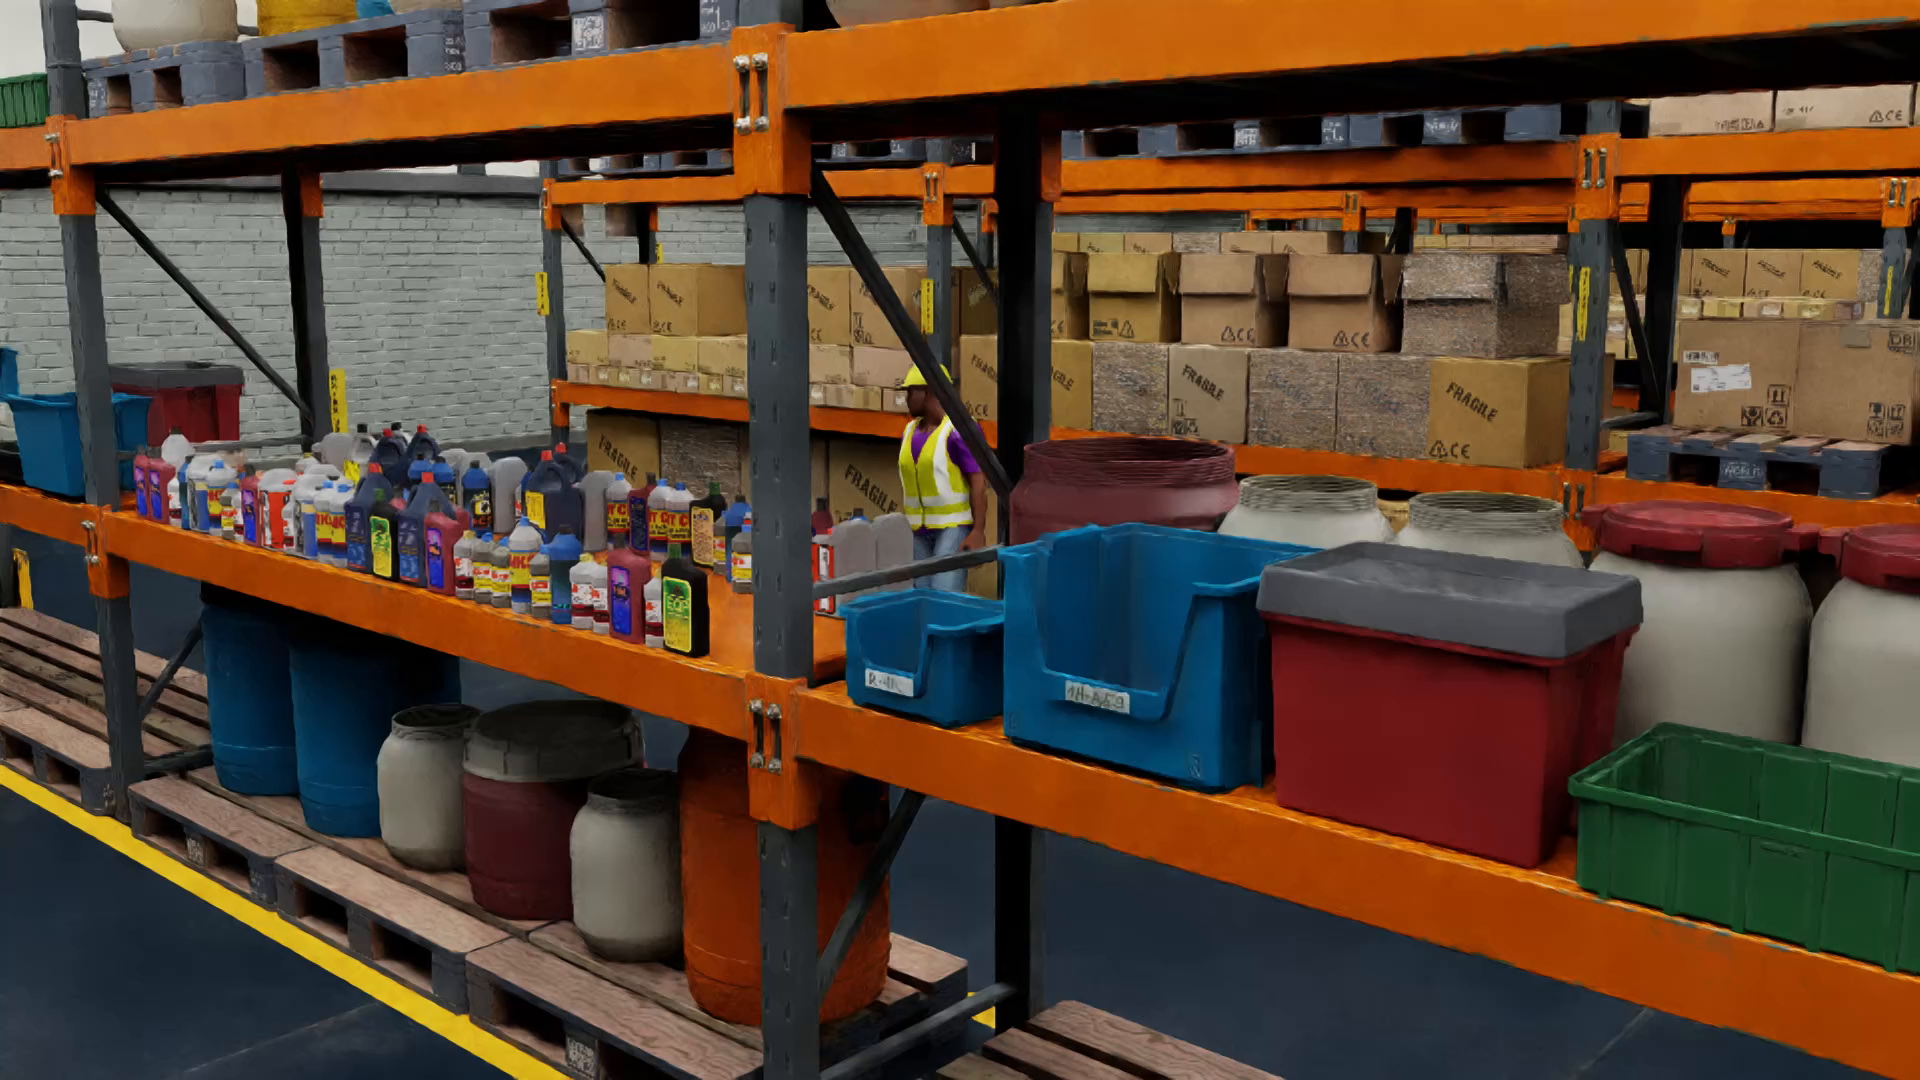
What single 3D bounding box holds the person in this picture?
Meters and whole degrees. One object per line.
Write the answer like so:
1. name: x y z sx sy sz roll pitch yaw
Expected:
1. person: -0.092 -0.038 8.590 0.701 1.753 0.432 8 13 38
